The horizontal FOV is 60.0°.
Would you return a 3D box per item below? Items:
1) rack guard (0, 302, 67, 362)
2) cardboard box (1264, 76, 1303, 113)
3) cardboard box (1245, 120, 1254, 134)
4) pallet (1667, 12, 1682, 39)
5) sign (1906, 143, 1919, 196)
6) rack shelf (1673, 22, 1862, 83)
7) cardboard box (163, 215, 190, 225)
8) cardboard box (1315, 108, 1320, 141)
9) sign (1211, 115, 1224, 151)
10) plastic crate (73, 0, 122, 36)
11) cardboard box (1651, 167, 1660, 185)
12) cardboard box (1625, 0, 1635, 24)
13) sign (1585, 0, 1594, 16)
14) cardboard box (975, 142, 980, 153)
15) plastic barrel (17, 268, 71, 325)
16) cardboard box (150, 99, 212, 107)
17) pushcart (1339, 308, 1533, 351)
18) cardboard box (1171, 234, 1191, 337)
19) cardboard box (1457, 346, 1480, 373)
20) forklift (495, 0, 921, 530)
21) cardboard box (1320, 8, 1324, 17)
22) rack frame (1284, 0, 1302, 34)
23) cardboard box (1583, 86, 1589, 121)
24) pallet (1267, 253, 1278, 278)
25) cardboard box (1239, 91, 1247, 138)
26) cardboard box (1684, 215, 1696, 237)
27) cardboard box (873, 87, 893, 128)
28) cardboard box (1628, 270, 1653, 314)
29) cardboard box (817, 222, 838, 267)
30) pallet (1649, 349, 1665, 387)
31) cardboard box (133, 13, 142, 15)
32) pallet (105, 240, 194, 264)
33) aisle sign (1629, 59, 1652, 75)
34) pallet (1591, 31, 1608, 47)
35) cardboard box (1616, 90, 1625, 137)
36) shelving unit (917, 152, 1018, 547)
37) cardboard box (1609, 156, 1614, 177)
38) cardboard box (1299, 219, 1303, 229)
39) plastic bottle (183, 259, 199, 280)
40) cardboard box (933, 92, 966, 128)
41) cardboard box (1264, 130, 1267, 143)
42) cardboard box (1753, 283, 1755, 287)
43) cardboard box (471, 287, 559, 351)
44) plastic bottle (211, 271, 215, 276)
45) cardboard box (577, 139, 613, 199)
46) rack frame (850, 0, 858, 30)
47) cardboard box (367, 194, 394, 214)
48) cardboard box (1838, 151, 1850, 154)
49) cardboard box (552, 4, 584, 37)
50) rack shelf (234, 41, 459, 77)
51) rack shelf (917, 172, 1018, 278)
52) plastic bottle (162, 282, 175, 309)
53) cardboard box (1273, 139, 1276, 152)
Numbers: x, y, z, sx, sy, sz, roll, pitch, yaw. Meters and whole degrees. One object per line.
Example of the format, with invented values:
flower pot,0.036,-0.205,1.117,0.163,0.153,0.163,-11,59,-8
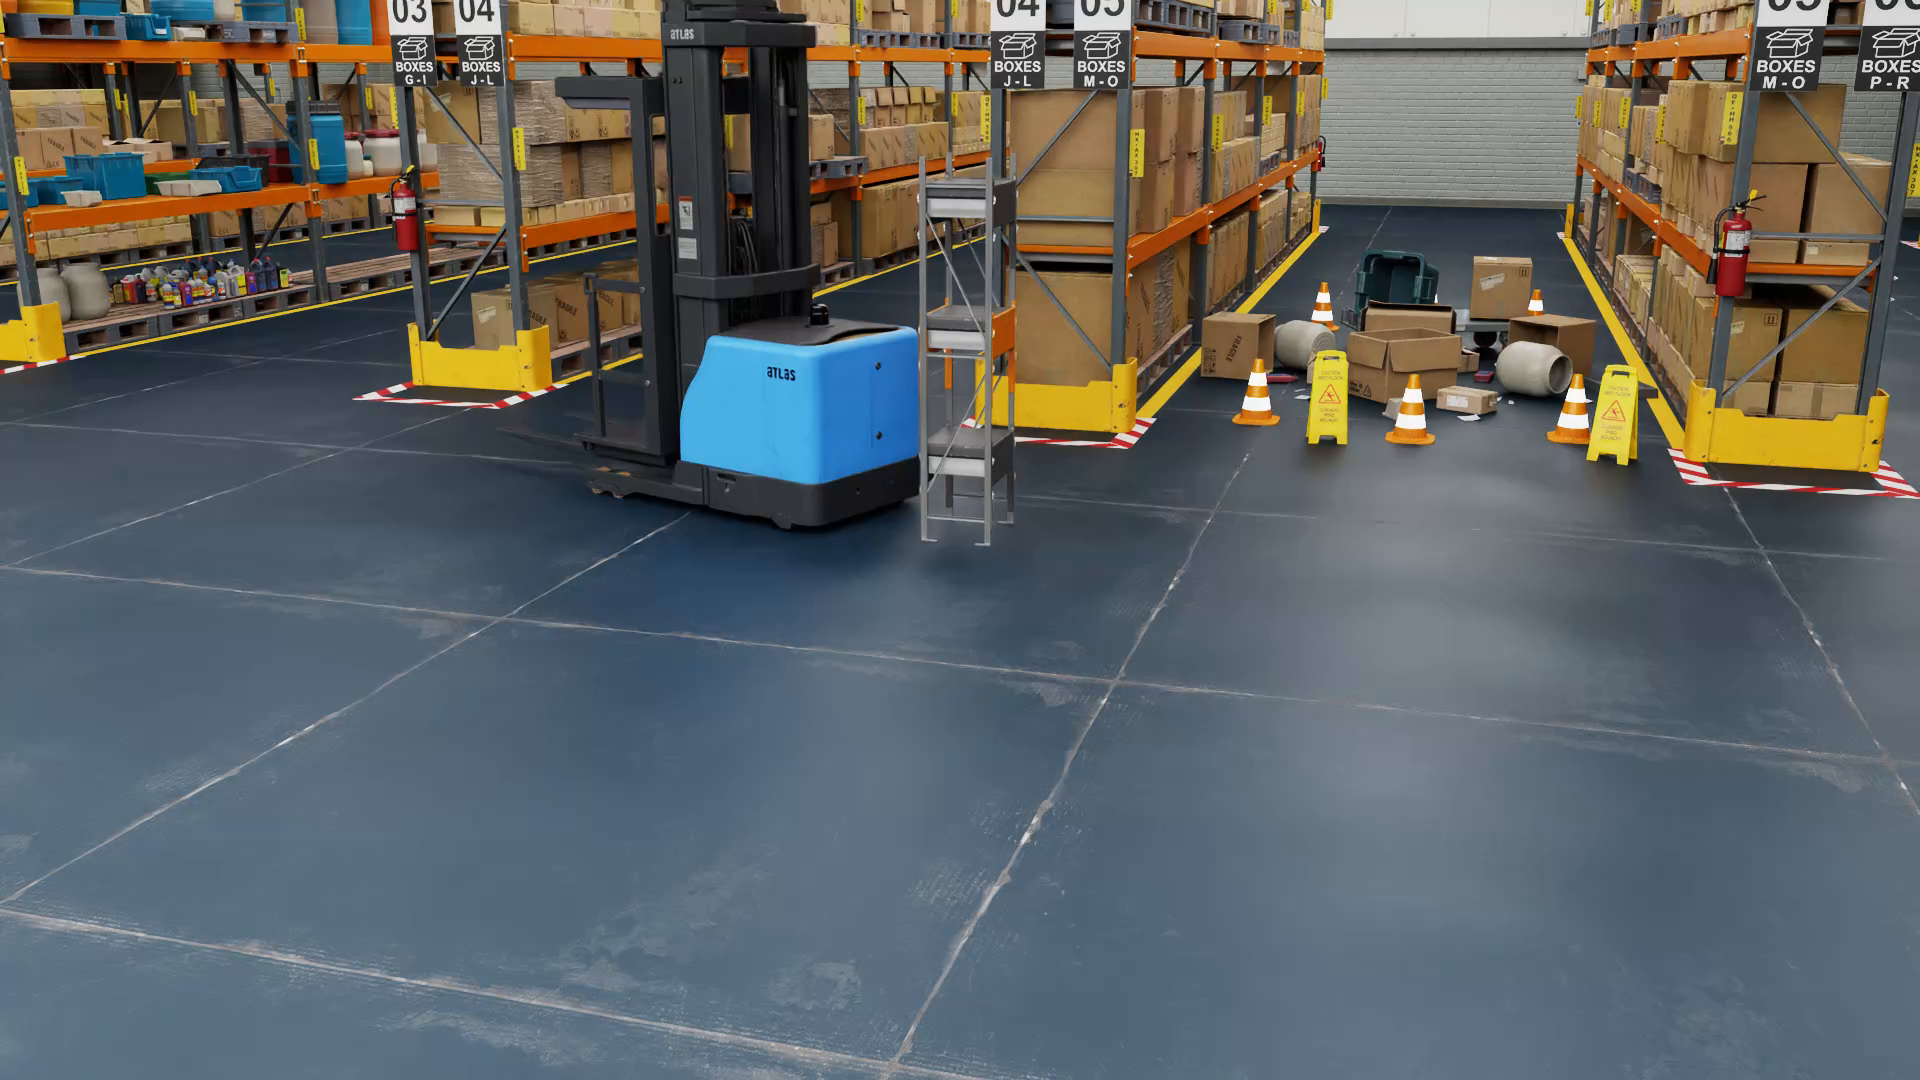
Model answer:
rack guard,-8.786,-1.927,15.208,1.175,0.500,0.348,5,16,16
cardboard box,4.485,-6.222,23.208,0.500,0.500,0.500,5,17,17
cardboard box,3.305,-4.879,19.633,0.380,0.149,0.250,5,16,16
pallet,6.902,-4.506,14.567,1.213,0.211,1.003,5,16,16
sign,6.008,-2.328,10.454,0.100,0.325,0.005,5,16,16
rack shelf,6.056,-3.574,12.254,1.077,0.370,4.000,5,16,16
cardboard box,-11.150,-4.577,23.212,0.500,0.311,0.500,5,17,17
cardboard box,5.379,-6.551,26.200,0.500,0.500,0.500,5,17,17
sign,2.383,-3.770,15.391,0.100,0.325,0.005,5,16,16
plastic crate,-8.509,-5.064,16.218,0.392,0.384,0.575,5,16,16
cardboard box,6.637,-3.375,15.423,0.380,0.149,0.250,4,16,15
cardboard box,7.861,-6.014,18.584,0.700,0.500,0.500,4,16,13
sign,9.504,-8.086,25.096,0.100,0.325,0.005,5,16,16
cardboard box,0.094,-6.066,25.679,0.380,0.149,0.250,4,16,15
plastic barrel,-8.648,-2.290,15.694,0.421,0.512,0.421,0,16,0
cardboard box,-14.271,-7.681,30.362,0.980,0.700,0.700,4,16,13
pushcart,4.424,-1.902,15.345,1.648,0.377,0.936,-1,16,-3
cardboard box,1.604,-2.378,15.342,0.875,0.875,0.875,5,17,17
cardboard box,4.335,-1.638,14.618,0.258,0.266,0.396,-7,17,-23
forklift,-1.709,-1.768,10.193,3.031,2.935,1.130,12,20,35
cardboard box,5.447,-8.191,25.840,0.380,0.149,0.250,4,16,15
rack frame,4.123,-8.337,22.231,1.000,3.000,0.127,5,16,16
cardboard box,9.485,-6.430,24.485,0.500,0.500,0.500,4,16,14
pallet,3.559,-3.585,21.582,1.003,0.211,1.213,5,16,16
cardboard box,2.850,-4.817,18.798,0.700,0.500,0.500,5,16,16
cardboard box,5.810,-2.420,12.824,0.380,0.149,0.250,5,16,16
cardboard box,-1.329,-5.706,21.929,0.797,0.503,0.637,5,17,17
cardboard box,7.168,-2.446,16.502,0.950,0.372,0.625,5,17,18
cardboard box,-1.911,-3.647,20.466,0.700,0.500,0.500,4,16,13
pallet,6.468,-1.480,14.161,1.003,0.211,1.213,5,16,16
cardboard box,-11.312,-7.034,22.641,0.500,0.250,0.500,3,16,12
pallet,-11.508,-4.031,23.153,1.003,0.211,1.213,5,16,16
aisle sign,10.353,-7.385,25.105,0.394,0.787,0.004,5,16,16
pallet,9.834,-7.345,24.394,1.003,0.211,1.213,5,16,16
cardboard box,7.795,-4.866,18.973,0.500,0.500,0.500,5,17,17
shelving unit,0.047,-1.053,9.196,0.431,2.100,0.503,5,16,16
cardboard box,7.945,-4.392,19.593,0.500,0.250,0.500,4,16,15
cardboard box,5.010,-4.829,25.312,0.380,0.149,0.250,5,17,17
plastic bottle,-8.306,-2.862,17.970,0.144,0.351,0.185,4,16,14
cardboard box,-0.222,-6.399,24.748,0.500,0.500,0.500,5,16,16
cardboard box,3.607,-5.012,20.647,0.380,0.149,0.250,5,16,16
cardboard box,6.427,-1.798,13.066,0.500,0.500,0.500,6,17,19
cardboard box,-3.820,-1.884,14.285,0.500,0.500,0.500,8,18,26
plastic bottle,-7.831,-2.698,17.516,0.061,0.283,0.133,5,16,16
cardboard box,-3.620,-3.323,14.819,0.875,0.500,0.500,5,16,16
rack frame,-1.740,-7.701,19.990,1.000,3.000,0.127,5,16,16
cardboard box,-9.773,-5.642,27.845,0.500,0.311,0.500,5,16,16
cardboard box,6.313,-2.650,12.448,0.500,0.500,0.500,4,16,15
cardboard box,-3.488,-4.335,13.892,0.500,0.250,0.500,4,16,15
rack shelf,-7.057,-5.773,20.007,1.077,0.370,4.000,5,16,16
rack shelf,0.047,-1.714,9.008,0.431,0.518,0.480,5,16,16
plastic bottle,-7.948,-2.456,16.683,0.097,0.271,0.097,0,16,0
cardboard box,3.909,-5.141,21.647,0.380,0.149,0.250,4,16,13
